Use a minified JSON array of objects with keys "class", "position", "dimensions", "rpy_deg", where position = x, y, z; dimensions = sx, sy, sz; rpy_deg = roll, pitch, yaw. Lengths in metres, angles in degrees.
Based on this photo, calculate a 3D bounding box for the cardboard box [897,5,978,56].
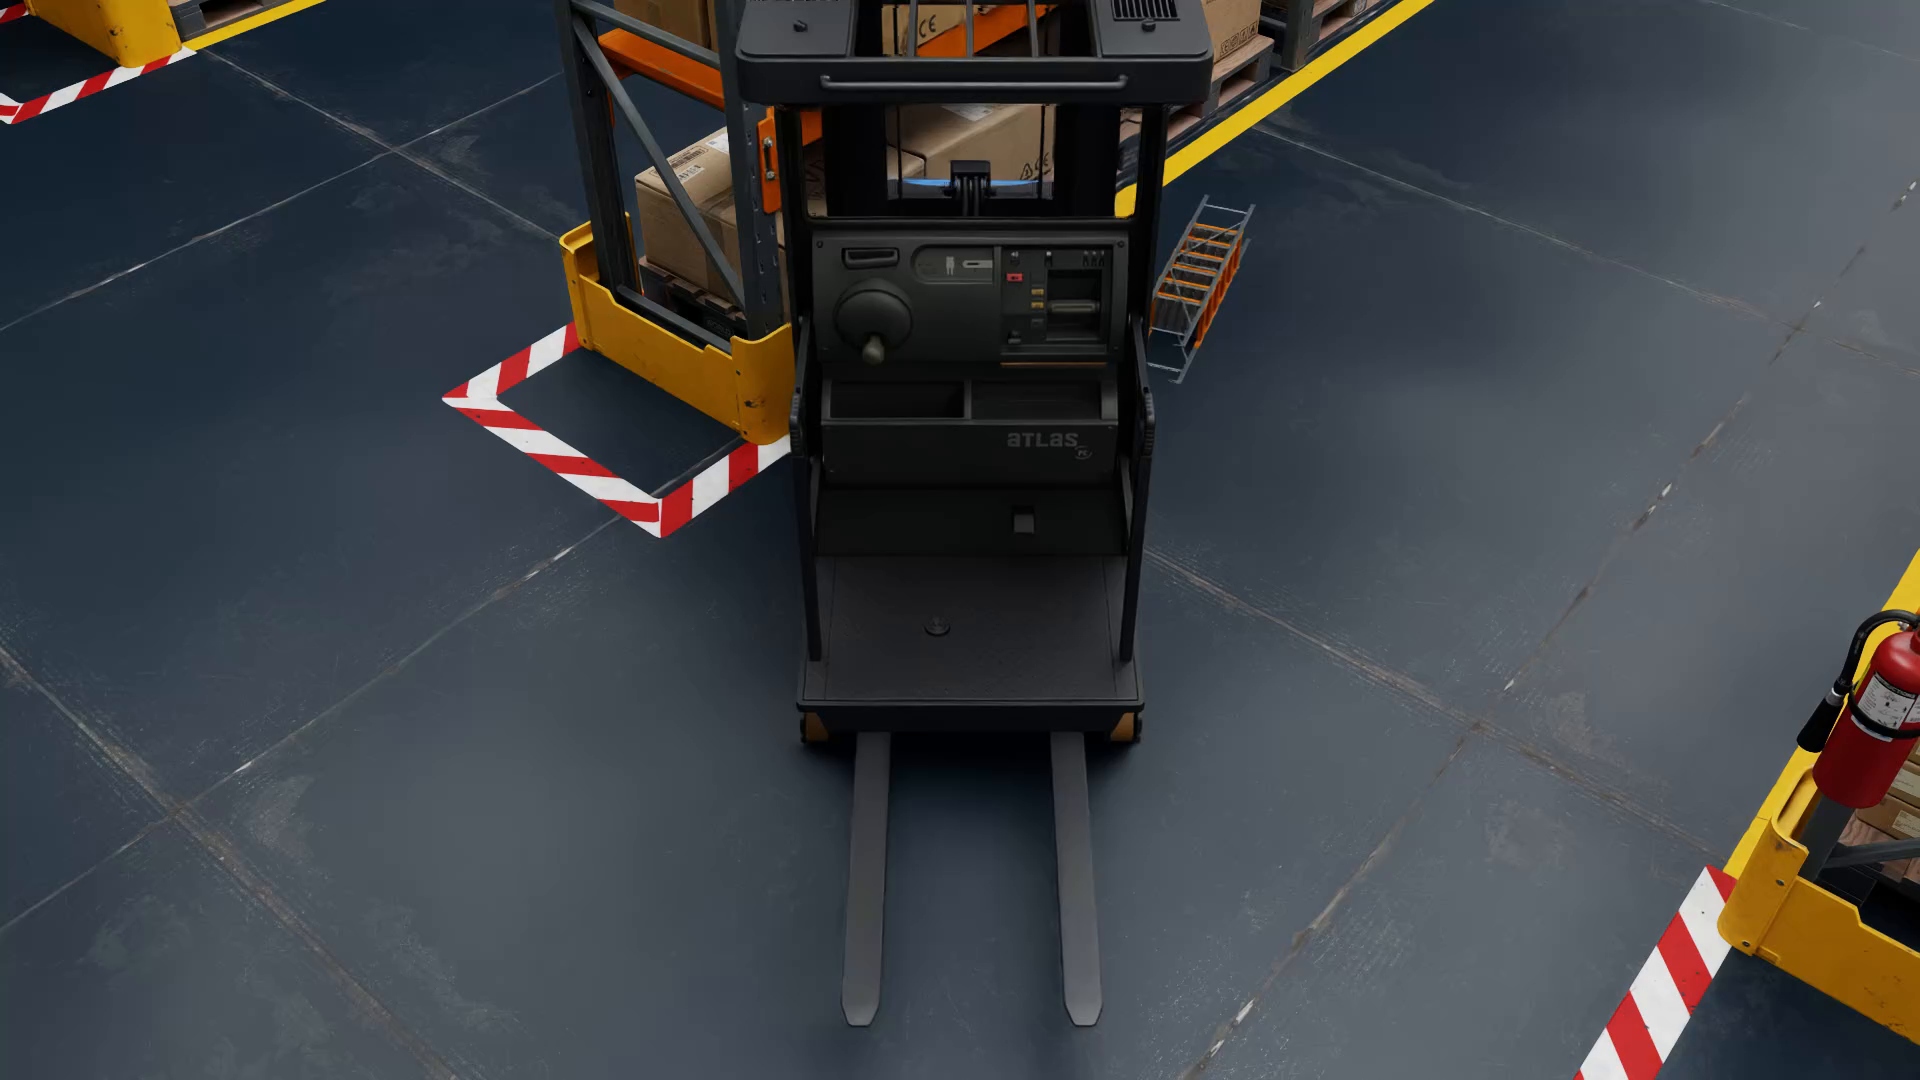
[{"class":"cardboard box","position":[-0.275,-2.256,6.428],"dimensions":[0.500,0.500,0.500],"rpy_deg":[29,50,28]}]

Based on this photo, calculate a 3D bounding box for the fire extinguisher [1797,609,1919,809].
[{"class":"fire extinguisher","position":[2.230,0.364,3.955],"dimensions":[0.296,0.674,0.183],"rpy_deg":[29,50,28]}]

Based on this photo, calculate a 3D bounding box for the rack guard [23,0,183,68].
[{"class":"rack guard","position":[-4.861,-3.085,9.272],"dimensions":[1.175,0.500,0.348],"rpy_deg":[29,50,28]}]

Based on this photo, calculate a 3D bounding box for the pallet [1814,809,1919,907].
[{"class":"pallet","position":[3.345,0.857,5.151],"dimensions":[1.003,0.211,1.213],"rpy_deg":[29,50,28]}]

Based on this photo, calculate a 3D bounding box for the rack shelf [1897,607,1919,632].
[{"class":"rack shelf","position":[4.033,-0.497,5.101],"dimensions":[1.077,0.370,4.000],"rpy_deg":[29,50,28]}]

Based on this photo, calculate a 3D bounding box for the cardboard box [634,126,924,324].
[{"class":"cardboard box","position":[-0.760,-1.415,7.168],"dimensions":[0.875,0.438,0.875],"rpy_deg":[28,49,27]}]

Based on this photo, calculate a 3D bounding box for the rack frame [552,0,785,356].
[{"class":"rack frame","position":[-1.108,-1.824,6.026],"dimensions":[1.000,3.000,0.127],"rpy_deg":[29,50,28]}]

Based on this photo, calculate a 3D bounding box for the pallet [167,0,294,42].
[{"class":"pallet","position":[-4.348,-3.389,9.821],"dimensions":[1.003,0.211,1.213],"rpy_deg":[29,50,28]}]

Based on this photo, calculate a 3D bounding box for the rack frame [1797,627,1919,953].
[{"class":"rack frame","position":[2.746,0.267,3.727],"dimensions":[1.000,3.000,0.127],"rpy_deg":[29,50,28]}]

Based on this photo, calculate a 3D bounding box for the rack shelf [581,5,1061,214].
[{"class":"rack shelf","position":[0.179,-2.588,7.401],"dimensions":[1.077,0.370,4.000],"rpy_deg":[29,50,28]}]

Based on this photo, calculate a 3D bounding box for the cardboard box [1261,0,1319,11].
[{"class":"cardboard box","position":[1.804,-3.607,9.254],"dimensions":[0.875,0.875,0.875],"rpy_deg":[31,51,30]}]

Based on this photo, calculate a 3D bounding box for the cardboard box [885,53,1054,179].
[{"class":"cardboard box","position":[-0.177,-1.889,7.691],"dimensions":[0.875,0.438,0.875],"rpy_deg":[31,51,29]}]

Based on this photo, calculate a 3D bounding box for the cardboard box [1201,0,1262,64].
[{"class":"cardboard box","position":[0.980,-2.814,8.708],"dimensions":[0.875,0.438,0.875],"rpy_deg":[29,50,28]}]

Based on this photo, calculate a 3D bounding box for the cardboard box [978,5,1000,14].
[{"class":"cardboard box","position":[0.066,-2.510,6.707],"dimensions":[0.500,0.500,0.500],"rpy_deg":[29,50,28]}]

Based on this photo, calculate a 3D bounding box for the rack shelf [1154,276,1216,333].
[{"class":"rack shelf","position":[0.973,-1.027,7.236],"dimensions":[0.258,0.180,0.103],"rpy_deg":[15,44,16]}]

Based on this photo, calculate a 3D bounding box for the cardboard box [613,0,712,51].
[{"class":"cardboard box","position":[-1.000,-2.224,6.392],"dimensions":[0.500,0.500,0.500],"rpy_deg":[30,50,29]}]

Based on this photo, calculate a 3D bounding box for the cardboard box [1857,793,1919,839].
[{"class":"cardboard box","position":[2.925,0.805,4.942],"dimensions":[0.380,0.149,0.250],"rpy_deg":[30,50,29]}]

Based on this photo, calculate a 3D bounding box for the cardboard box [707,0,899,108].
[{"class":"cardboard box","position":[-0.579,-1.984,6.128],"dimensions":[0.500,0.500,0.500],"rpy_deg":[29,50,28]}]

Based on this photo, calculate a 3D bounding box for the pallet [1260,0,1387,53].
[{"class":"pallet","position":[1.905,-3.282,9.702],"dimensions":[1.003,0.211,1.213],"rpy_deg":[29,50,28]}]

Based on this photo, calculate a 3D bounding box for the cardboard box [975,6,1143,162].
[{"class":"cardboard box","position":[0.404,-2.353,8.200],"dimensions":[0.875,0.438,0.875],"rpy_deg":[28,49,27]}]

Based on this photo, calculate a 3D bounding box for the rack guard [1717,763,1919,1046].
[{"class":"rack guard","position":[2.795,1.153,4.610],"dimensions":[1.175,0.500,0.348],"rpy_deg":[29,50,28]}]

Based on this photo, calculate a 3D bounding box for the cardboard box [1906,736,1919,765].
[{"class":"cardboard box","position":[2.892,0.564,4.765],"dimensions":[0.380,0.149,0.250],"rpy_deg":[30,50,29]}]

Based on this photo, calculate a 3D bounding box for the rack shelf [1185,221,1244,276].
[{"class":"rack shelf","position":[1.148,-1.328,7.566],"dimensions":[0.258,0.180,0.103],"rpy_deg":[15,44,16]}]

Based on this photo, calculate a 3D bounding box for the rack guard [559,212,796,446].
[{"class":"rack guard","position":[-1.123,-0.887,6.854],"dimensions":[1.175,0.500,0.348],"rpy_deg":[29,50,28]}]

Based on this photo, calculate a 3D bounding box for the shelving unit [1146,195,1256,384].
[{"class":"shelving unit","position":[1.033,-1.130,7.349],"dimensions":[0.258,0.189,1.200],"rpy_deg":[15,44,16]}]

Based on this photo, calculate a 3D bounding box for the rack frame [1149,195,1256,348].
[{"class":"rack frame","position":[1.033,-1.198,7.287],"dimensions":[0.240,0.006,1.200],"rpy_deg":[15,44,16]}]

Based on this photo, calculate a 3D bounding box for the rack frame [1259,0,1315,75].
[{"class":"rack frame","position":[1.466,-3.884,8.291],"dimensions":[1.000,3.000,0.127],"rpy_deg":[29,50,28]}]

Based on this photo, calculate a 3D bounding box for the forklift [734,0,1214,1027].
[{"class":"forklift","position":[0.032,-0.629,4.763],"dimensions":[1.130,2.935,3.031],"rpy_deg":[0,42,0]}]

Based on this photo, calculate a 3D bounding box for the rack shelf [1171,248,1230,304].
[{"class":"rack shelf","position":[1.060,-1.177,7.401],"dimensions":[0.258,0.180,0.103],"rpy_deg":[15,44,16]}]

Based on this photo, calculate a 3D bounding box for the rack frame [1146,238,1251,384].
[{"class":"rack frame","position":[1.033,-1.062,7.411],"dimensions":[0.240,0.006,1.200],"rpy_deg":[15,44,16]}]

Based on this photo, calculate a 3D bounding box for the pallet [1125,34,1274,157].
[{"class":"pallet","position":[0.917,-2.494,8.836],"dimensions":[1.003,0.211,1.213],"rpy_deg":[29,50,28]}]

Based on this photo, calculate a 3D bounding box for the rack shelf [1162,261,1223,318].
[{"class":"rack shelf","position":[1.016,-1.102,7.318],"dimensions":[0.258,0.180,0.103],"rpy_deg":[15,44,16]}]

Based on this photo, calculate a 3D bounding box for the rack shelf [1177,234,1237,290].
[{"class":"rack shelf","position":[1.104,-1.253,7.484],"dimensions":[0.258,0.180,0.103],"rpy_deg":[15,44,16]}]

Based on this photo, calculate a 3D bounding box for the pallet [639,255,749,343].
[{"class":"pallet","position":[-0.653,-1.238,7.455],"dimensions":[1.003,0.211,1.213],"rpy_deg":[29,50,28]}]

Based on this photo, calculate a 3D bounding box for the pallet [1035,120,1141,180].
[{"class":"pallet","position":[0.132,-1.863,8.142],"dimensions":[1.003,0.211,1.213],"rpy_deg":[29,50,28]}]

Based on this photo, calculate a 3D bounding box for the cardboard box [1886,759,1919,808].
[{"class":"cardboard box","position":[2.867,0.661,4.879],"dimensions":[0.380,0.149,0.250],"rpy_deg":[28,49,27]}]

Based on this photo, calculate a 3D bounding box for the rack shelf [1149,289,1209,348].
[{"class":"rack shelf","position":[0.929,-0.952,7.153],"dimensions":[0.258,0.180,0.103],"rpy_deg":[15,44,16]}]
